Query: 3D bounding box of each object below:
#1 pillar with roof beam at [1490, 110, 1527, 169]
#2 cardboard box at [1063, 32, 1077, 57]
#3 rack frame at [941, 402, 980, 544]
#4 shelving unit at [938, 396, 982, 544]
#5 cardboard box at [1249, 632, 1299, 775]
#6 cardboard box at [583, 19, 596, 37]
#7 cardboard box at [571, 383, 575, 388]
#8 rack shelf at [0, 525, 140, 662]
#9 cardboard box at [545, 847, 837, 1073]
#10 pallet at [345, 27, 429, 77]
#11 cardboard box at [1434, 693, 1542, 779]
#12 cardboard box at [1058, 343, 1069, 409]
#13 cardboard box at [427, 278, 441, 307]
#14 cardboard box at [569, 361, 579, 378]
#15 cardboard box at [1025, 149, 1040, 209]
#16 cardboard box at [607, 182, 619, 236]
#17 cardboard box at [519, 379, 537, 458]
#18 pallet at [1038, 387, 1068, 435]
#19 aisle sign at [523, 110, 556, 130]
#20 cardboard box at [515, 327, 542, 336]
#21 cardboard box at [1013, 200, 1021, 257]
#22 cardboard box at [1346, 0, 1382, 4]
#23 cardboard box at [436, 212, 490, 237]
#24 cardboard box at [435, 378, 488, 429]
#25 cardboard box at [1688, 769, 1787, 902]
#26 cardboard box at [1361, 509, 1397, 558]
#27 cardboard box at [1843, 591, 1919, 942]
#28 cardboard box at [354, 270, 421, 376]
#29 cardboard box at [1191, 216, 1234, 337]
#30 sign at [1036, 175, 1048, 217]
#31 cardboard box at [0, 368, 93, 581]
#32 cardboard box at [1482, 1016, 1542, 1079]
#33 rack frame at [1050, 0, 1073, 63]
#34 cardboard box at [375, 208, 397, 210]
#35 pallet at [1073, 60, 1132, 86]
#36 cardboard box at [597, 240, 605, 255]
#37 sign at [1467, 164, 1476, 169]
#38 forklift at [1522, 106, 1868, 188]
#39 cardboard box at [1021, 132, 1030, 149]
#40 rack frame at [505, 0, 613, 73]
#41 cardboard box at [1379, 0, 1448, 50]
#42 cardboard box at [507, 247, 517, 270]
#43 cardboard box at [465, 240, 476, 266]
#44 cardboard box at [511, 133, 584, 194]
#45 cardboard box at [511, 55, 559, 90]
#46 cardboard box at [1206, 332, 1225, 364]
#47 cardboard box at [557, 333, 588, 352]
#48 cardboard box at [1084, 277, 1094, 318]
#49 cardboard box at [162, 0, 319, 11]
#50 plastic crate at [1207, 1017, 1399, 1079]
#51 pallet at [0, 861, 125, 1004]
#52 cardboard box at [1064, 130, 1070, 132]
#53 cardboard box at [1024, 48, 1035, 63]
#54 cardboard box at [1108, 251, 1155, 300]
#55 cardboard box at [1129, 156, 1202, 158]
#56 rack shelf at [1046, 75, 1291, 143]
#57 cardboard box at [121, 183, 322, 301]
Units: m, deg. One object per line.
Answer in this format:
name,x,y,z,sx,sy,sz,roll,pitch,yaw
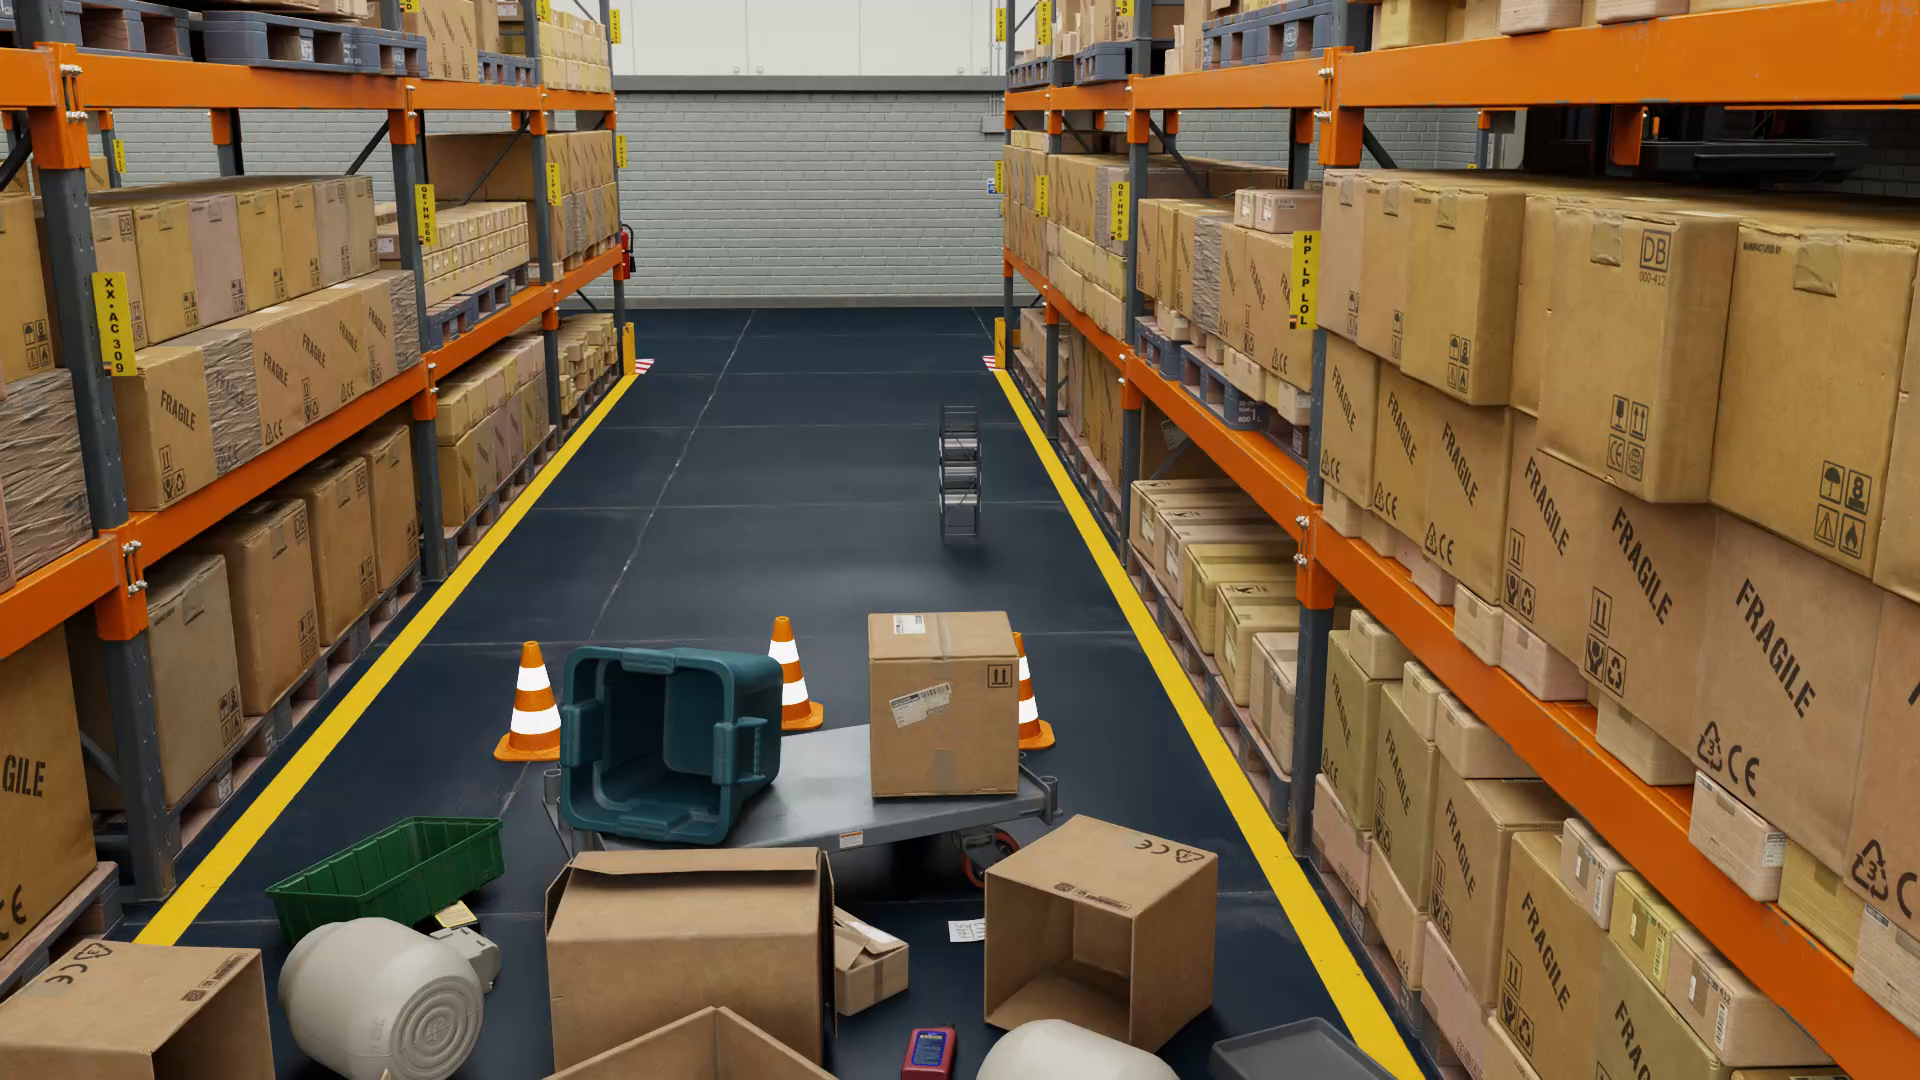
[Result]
pillar with roof beam,2.356,-6.901,19.287,9.100,9.000,0.400,-1,14,-3
cardboard box,0.943,-3.528,11.823,0.380,0.166,0.250,-2,15,-7
rack frame,0.006,-0.413,10.324,0.240,0.900,0.006,-1,14,-3
shelving unit,0.000,-0.438,10.422,0.258,0.900,0.210,-1,14,-3
cardboard box,1.674,0.624,6.514,0.950,0.372,0.625,-1,14,-3
cardboard box,-3.596,-4.744,15.424,0.380,0.149,0.250,-1,14,-3
cardboard box,-3.506,-1.249,14.238,0.380,0.149,0.250,-1,14,-4
rack shelf,-3.101,0.632,3.493,1.077,0.370,4.000,-1,14,-3
cardboard box,-0.745,1.193,4.609,0.797,0.637,0.503,-1,14,-3
pallet,-3.380,-2.410,8.234,1.213,0.211,1.003,0,14,-1
cardboard box,1.478,0.513,4.380,0.380,0.149,0.250,0,14,0
cardboard box,1.282,-1.425,14.345,0.875,0.438,0.875,-1,14,-4
cardboard box,-3.316,-1.471,9.886,0.380,0.149,0.250,0,14,-1
cardboard box,-3.587,-1.523,14.706,0.380,0.149,0.250,0,14,-1
cardboard box,0.845,-3.203,14.749,0.500,0.500,0.500,-1,14,-3
cardboard box,-3.684,-3.283,16.468,0.500,0.500,0.500,-1,14,-2
cardboard box,-3.392,-0.888,12.133,0.500,0.500,0.500,-1,14,-5
pallet,1.245,-1.145,14.552,1.003,0.211,1.213,-1,14,-3
aisle sign,-4.272,-4.471,16.665,0.394,0.787,0.004,-1,14,-3
cardboard box,-4.144,-1.912,15.624,0.380,0.149,0.250,0,14,-1
cardboard box,0.782,-2.972,15.857,0.500,0.500,0.500,-1,14,-4
cardboard box,1.463,-1.726,4.898,0.500,0.250,0.500,-1,14,-5
cardboard box,-3.421,-2.152,11.338,0.380,0.149,0.250,-2,15,-6
cardboard box,-3.305,-0.866,10.540,0.500,0.250,0.500,-1,14,-4
cardboard box,1.553,0.523,2.980,0.380,0.149,0.250,-1,14,-2
cardboard box,1.476,-0.048,5.198,0.380,0.149,0.250,0,14,-2
cardboard box,1.649,0.356,2.324,0.500,0.500,0.500,-1,14,-4
cardboard box,-3.177,-1.149,8.772,0.500,0.500,0.500,-1,14,-3
cardboard box,1.360,-1.204,7.547,0.500,0.500,0.500,-1,14,-6
sign,0.660,-2.753,13.312,0.100,0.325,0.005,-1,14,-3
cardboard box,-3.190,-0.195,4.962,0.875,0.550,0.550,-1,14,-3
cardboard box,1.576,1.352,3.927,0.500,0.250,0.500,-1,14,-5
rack frame,1.214,-5.210,12.717,1.000,3.000,0.127,-1,14,-3
cardboard box,-4.106,-2.273,11.808,0.380,0.149,0.250,-1,14,-4
pallet,1.320,-3.438,12.231,0.805,0.209,1.217,-1,15,-6
cardboard box,-3.619,-2.812,15.940,0.380,0.149,0.250,0,14,-2
sign,5.378,-3.788,17.492,0.100,0.325,0.005,-1,14,-3
forklift,3.302,-0.794,7.730,1.130,2.935,3.031,-4,15,-14
cardboard box,0.766,-3.667,15.252,0.380,0.149,0.250,-1,14,-5
rack frame,-3.968,-6.103,16.189,1.000,3.000,0.127,-1,14,-3
cardboard box,1.442,-1.499,4.817,0.380,0.149,0.250,-1,14,-3
cardboard box,-3.468,-2.063,12.185,0.380,0.149,0.250,-1,14,-4
cardboard box,-3.384,-1.878,10.869,0.380,0.149,0.250,-1,14,-4
cardboard box,-3.553,-3.250,14.335,0.500,0.500,0.500,-1,14,-3
cardboard box,-3.486,-3.703,13.178,0.500,0.250,0.500,0,14,-1
cardboard box,1.348,-0.905,7.687,0.380,0.149,0.250,0,14,-2
cardboard box,-3.606,-1.792,15.156,0.380,0.149,0.250,-1,14,-3
cardboard box,1.109,-1.611,11.071,0.500,0.250,0.500,-1,14,-4
cardboard box,-3.086,-2.533,7.089,0.500,0.500,0.500,-1,14,-3
plastic crate,0.988,1.502,4.529,0.402,0.080,0.583,-6,16,-23
pallet,-3.256,1.327,4.945,1.003,0.211,1.213,-1,14,-3
cardboard box,1.228,-3.997,16.534,0.380,0.149,0.250,-1,14,-2
cardboard box,0.804,-4.608,15.858,0.380,0.149,0.250,0,14,-1
cardboard box,1.178,-1.596,10.007,0.500,0.250,0.500,-1,14,-4
cardboard box,1.531,-2.602,12.411,0.500,0.500,0.500,-1,14,-2
rack shelf,1.338,-2.912,11.247,1.077,0.370,4.000,-1,14,-3
cardboard box,-3.388,-1.376,7.647,0.700,0.500,0.500,-1,14,-4
